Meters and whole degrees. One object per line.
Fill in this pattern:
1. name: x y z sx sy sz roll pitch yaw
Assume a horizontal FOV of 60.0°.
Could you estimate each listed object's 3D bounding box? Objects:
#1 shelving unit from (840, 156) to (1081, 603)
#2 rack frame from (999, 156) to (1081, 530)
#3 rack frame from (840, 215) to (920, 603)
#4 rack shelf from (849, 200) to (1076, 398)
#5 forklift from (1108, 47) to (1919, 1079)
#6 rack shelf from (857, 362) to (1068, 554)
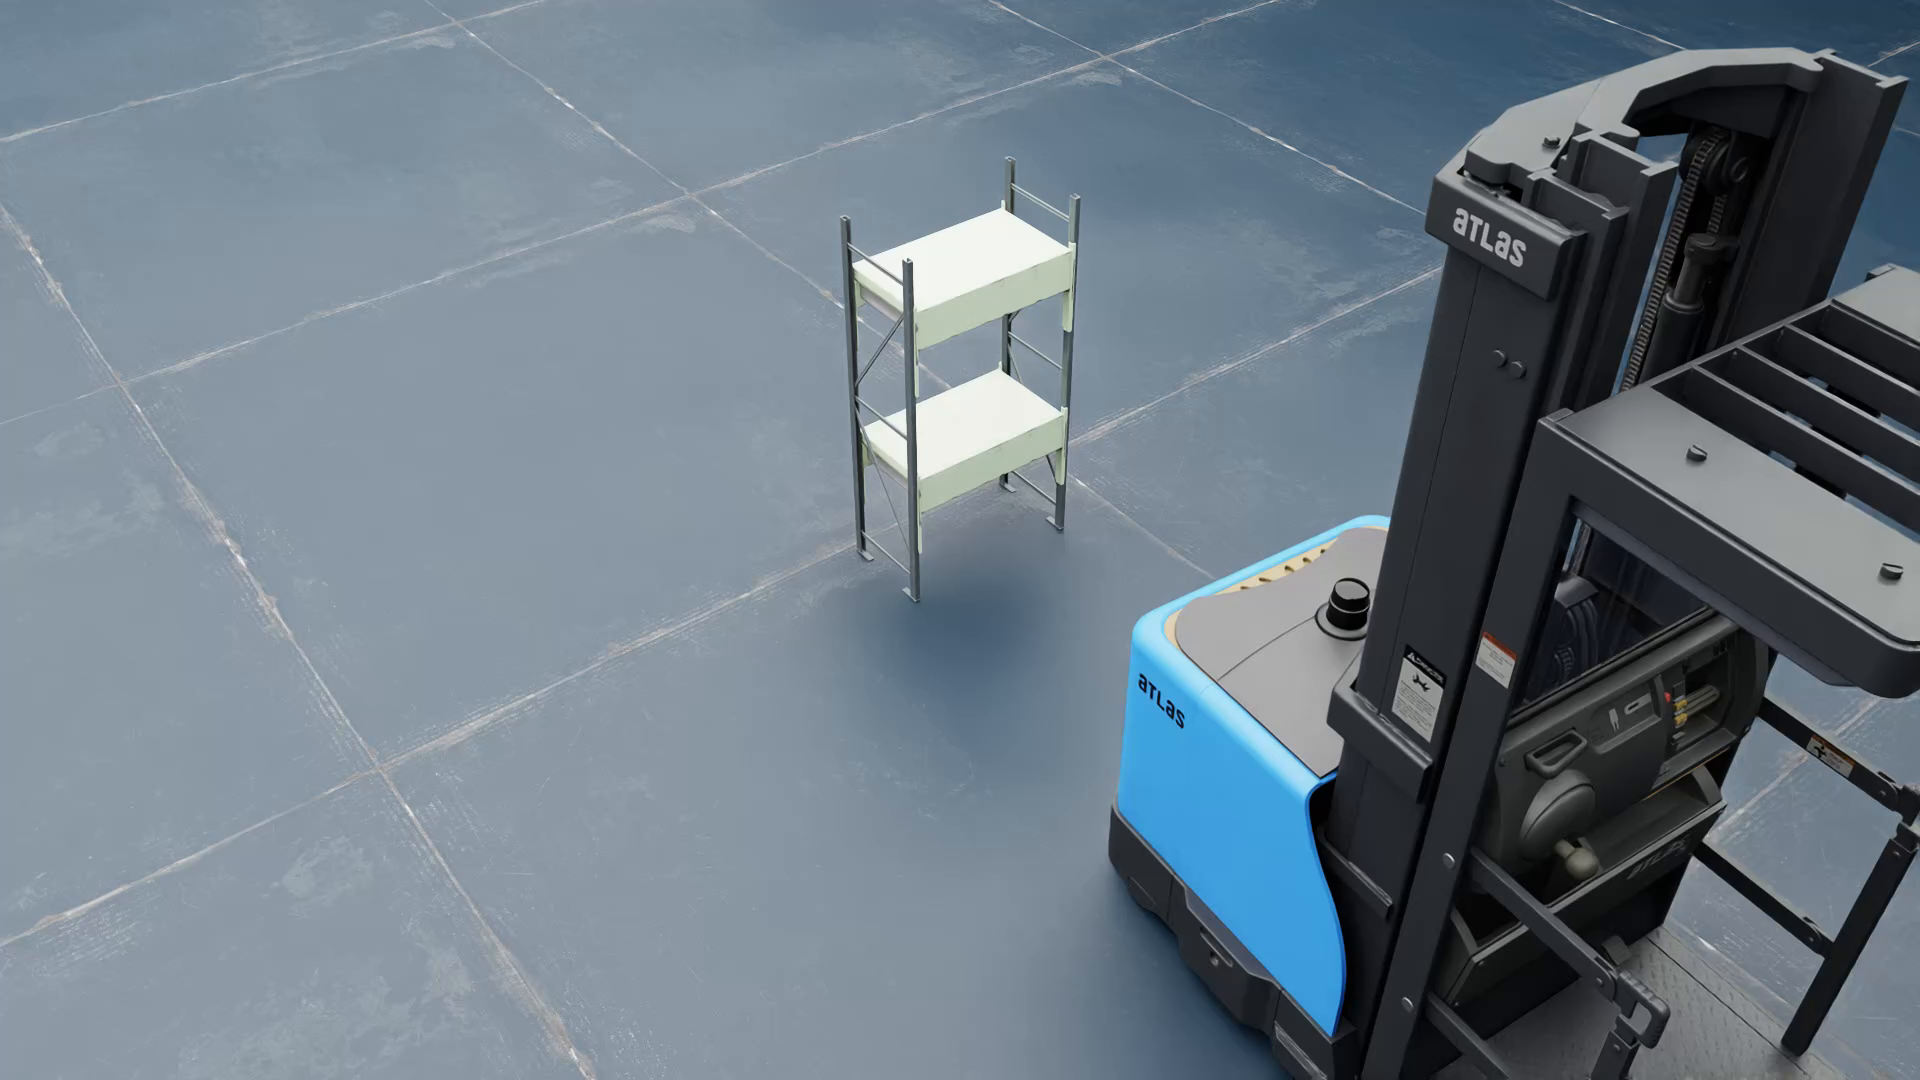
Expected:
1. shelving unit: 0.005 -0.582 6.277 0.755 1.500 0.431 -26 46 -28
2. rack frame: 0.295 -0.724 6.450 0.023 1.500 0.400 -26 46 -28
3. rack frame: -0.285 -0.441 6.105 0.023 1.500 0.400 -26 46 -28
4. rack shelf: 0.005 -0.884 6.030 0.720 0.370 0.431 -26 46 -28
5. forklift: 1.698 0.547 3.772 1.130 2.935 3.031 -22 44 -25
6. rack shelf: 0.005 -0.330 6.484 0.720 0.370 0.431 -26 46 -28
